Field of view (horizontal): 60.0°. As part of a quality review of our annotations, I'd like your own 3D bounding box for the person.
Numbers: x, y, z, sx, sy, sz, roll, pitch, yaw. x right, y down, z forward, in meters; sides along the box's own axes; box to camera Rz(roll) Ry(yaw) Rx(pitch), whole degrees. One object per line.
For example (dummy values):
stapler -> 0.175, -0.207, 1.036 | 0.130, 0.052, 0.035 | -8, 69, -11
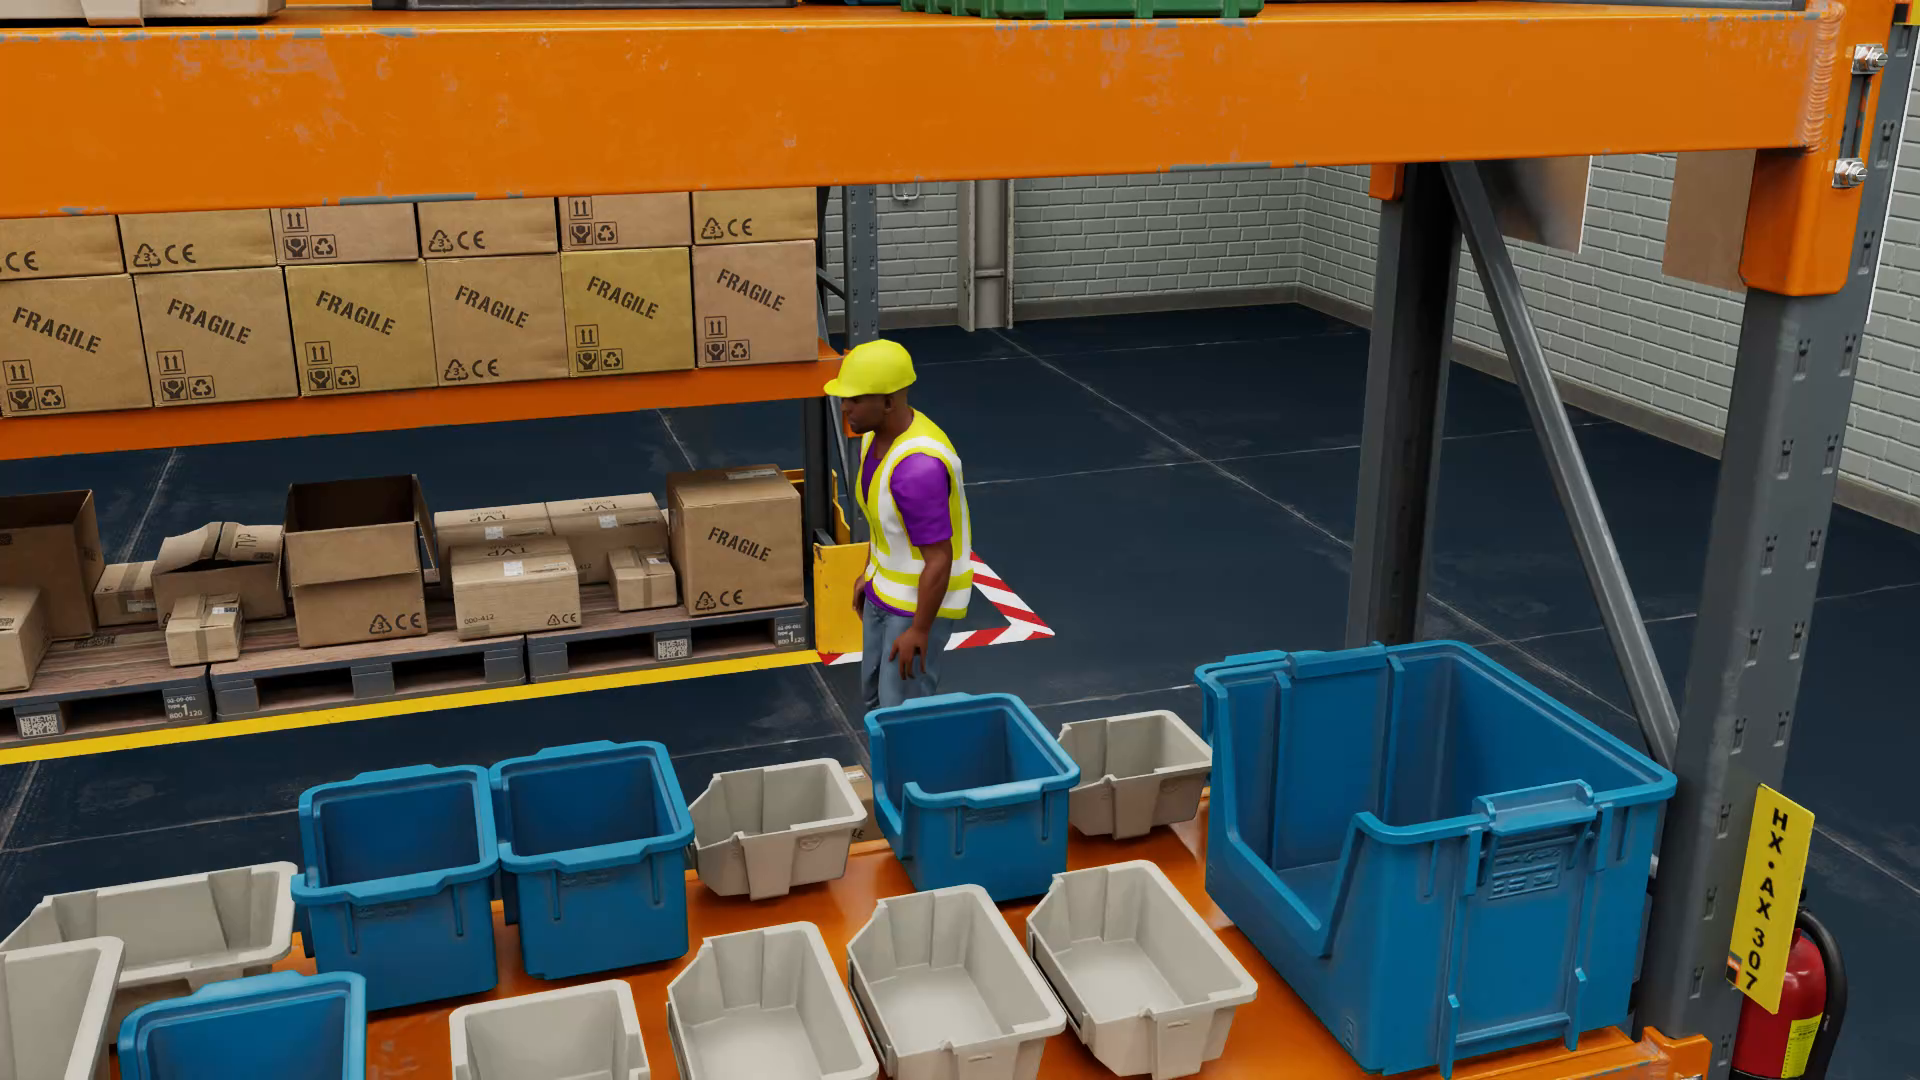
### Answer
person -> -0.205, 0.203, 5.451 | 0.458, 1.761, 0.626 | -6, 20, -17
